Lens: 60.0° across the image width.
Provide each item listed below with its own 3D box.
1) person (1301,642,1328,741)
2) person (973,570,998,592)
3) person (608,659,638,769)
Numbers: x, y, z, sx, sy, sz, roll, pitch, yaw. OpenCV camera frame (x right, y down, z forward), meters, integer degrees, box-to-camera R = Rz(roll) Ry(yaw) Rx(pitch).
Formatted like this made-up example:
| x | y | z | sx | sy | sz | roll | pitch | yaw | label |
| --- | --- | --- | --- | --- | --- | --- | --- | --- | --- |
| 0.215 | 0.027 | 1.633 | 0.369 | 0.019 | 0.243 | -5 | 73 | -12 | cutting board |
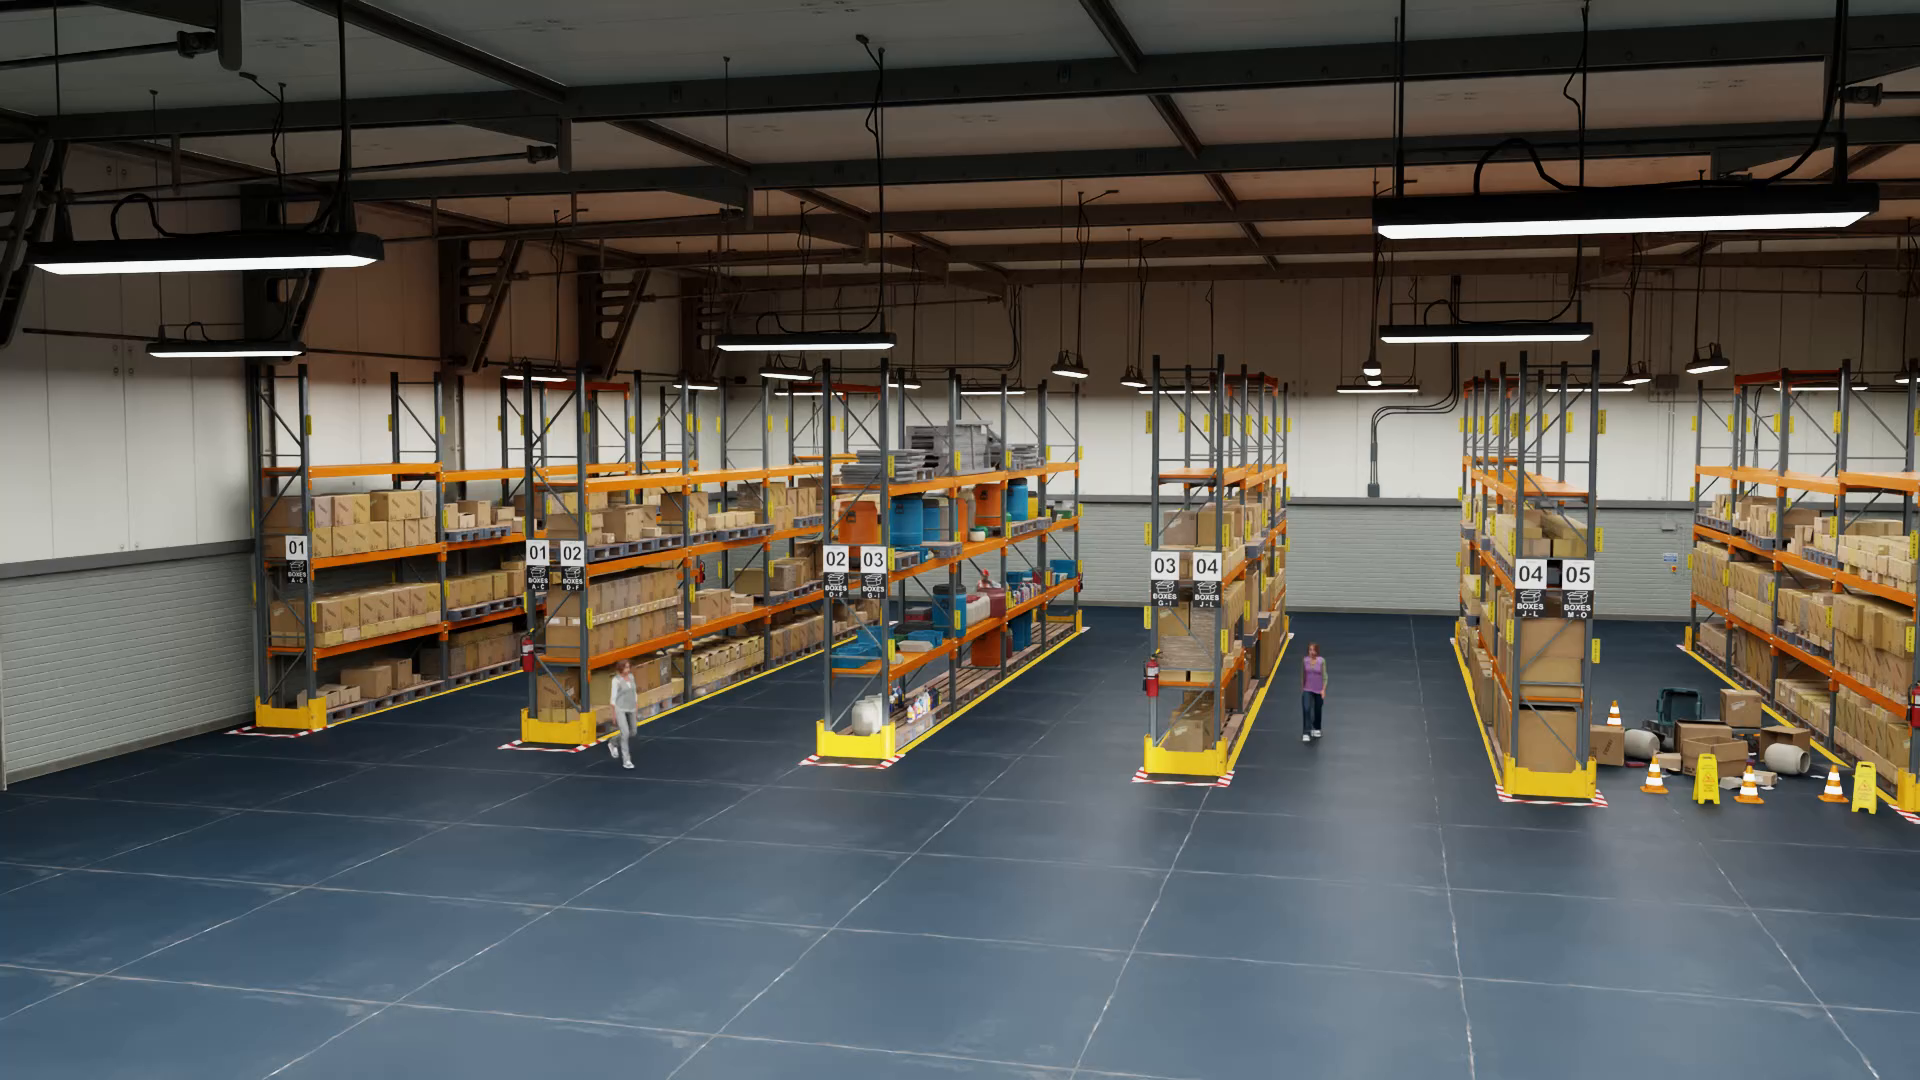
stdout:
| x | y | z | sx | sy | sz | roll | pitch | yaw | label |
| --- | --- | --- | --- | --- | --- | --- | --- | --- | --- |
| 5.600 | 2.395 | 26.305 | 0.430 | 1.547 | 0.945 | 1 | 4 | 16 | person |
| 0.627 | 1.510 | 38.520 | 0.675 | 1.687 | 0.632 | 2 | 4 | 26 | person |
| -4.941 | 2.518 | 24.416 | 0.735 | 1.576 | 0.467 | 3 | 5 | 41 | person |
